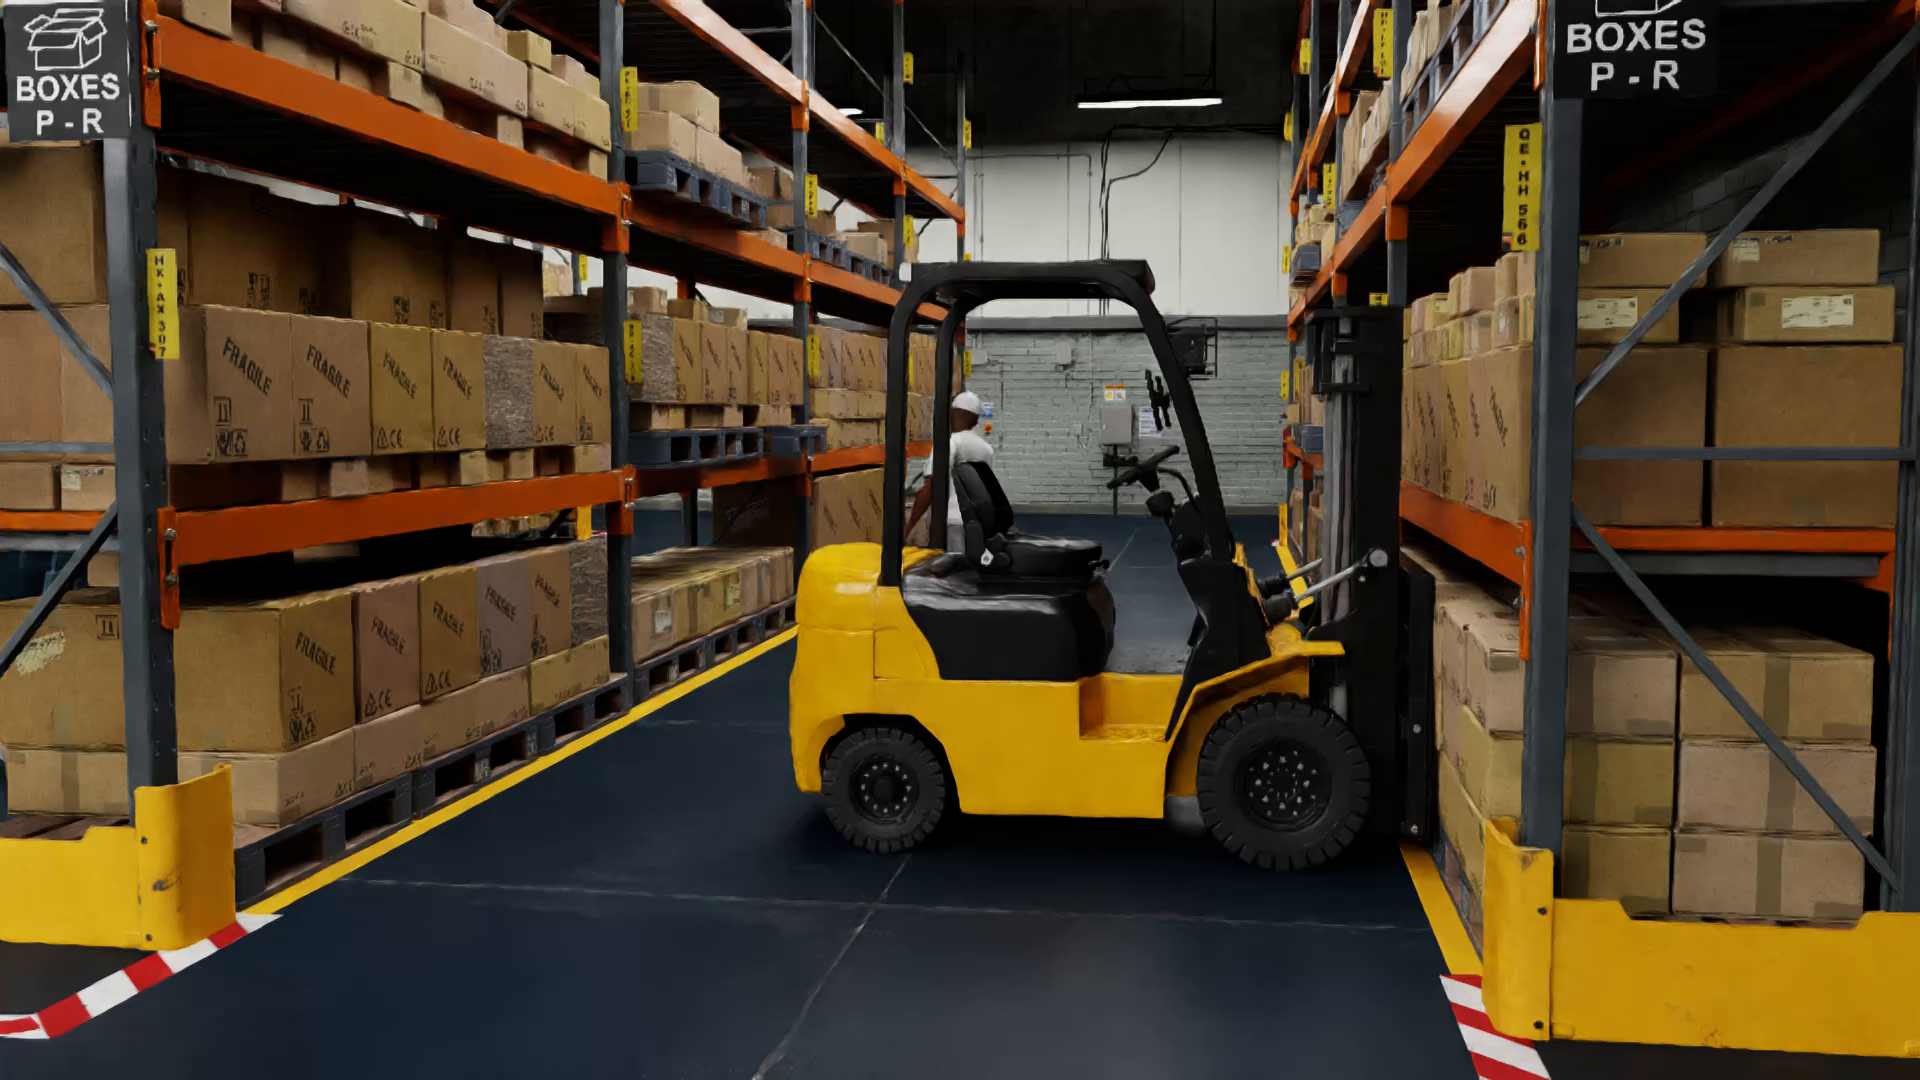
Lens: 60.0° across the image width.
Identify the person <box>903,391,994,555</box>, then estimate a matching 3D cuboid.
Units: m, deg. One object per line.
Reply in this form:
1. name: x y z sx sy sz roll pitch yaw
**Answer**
1. person: -0.084 -0.072 10.525 0.679 1.737 0.613 2 5 21
